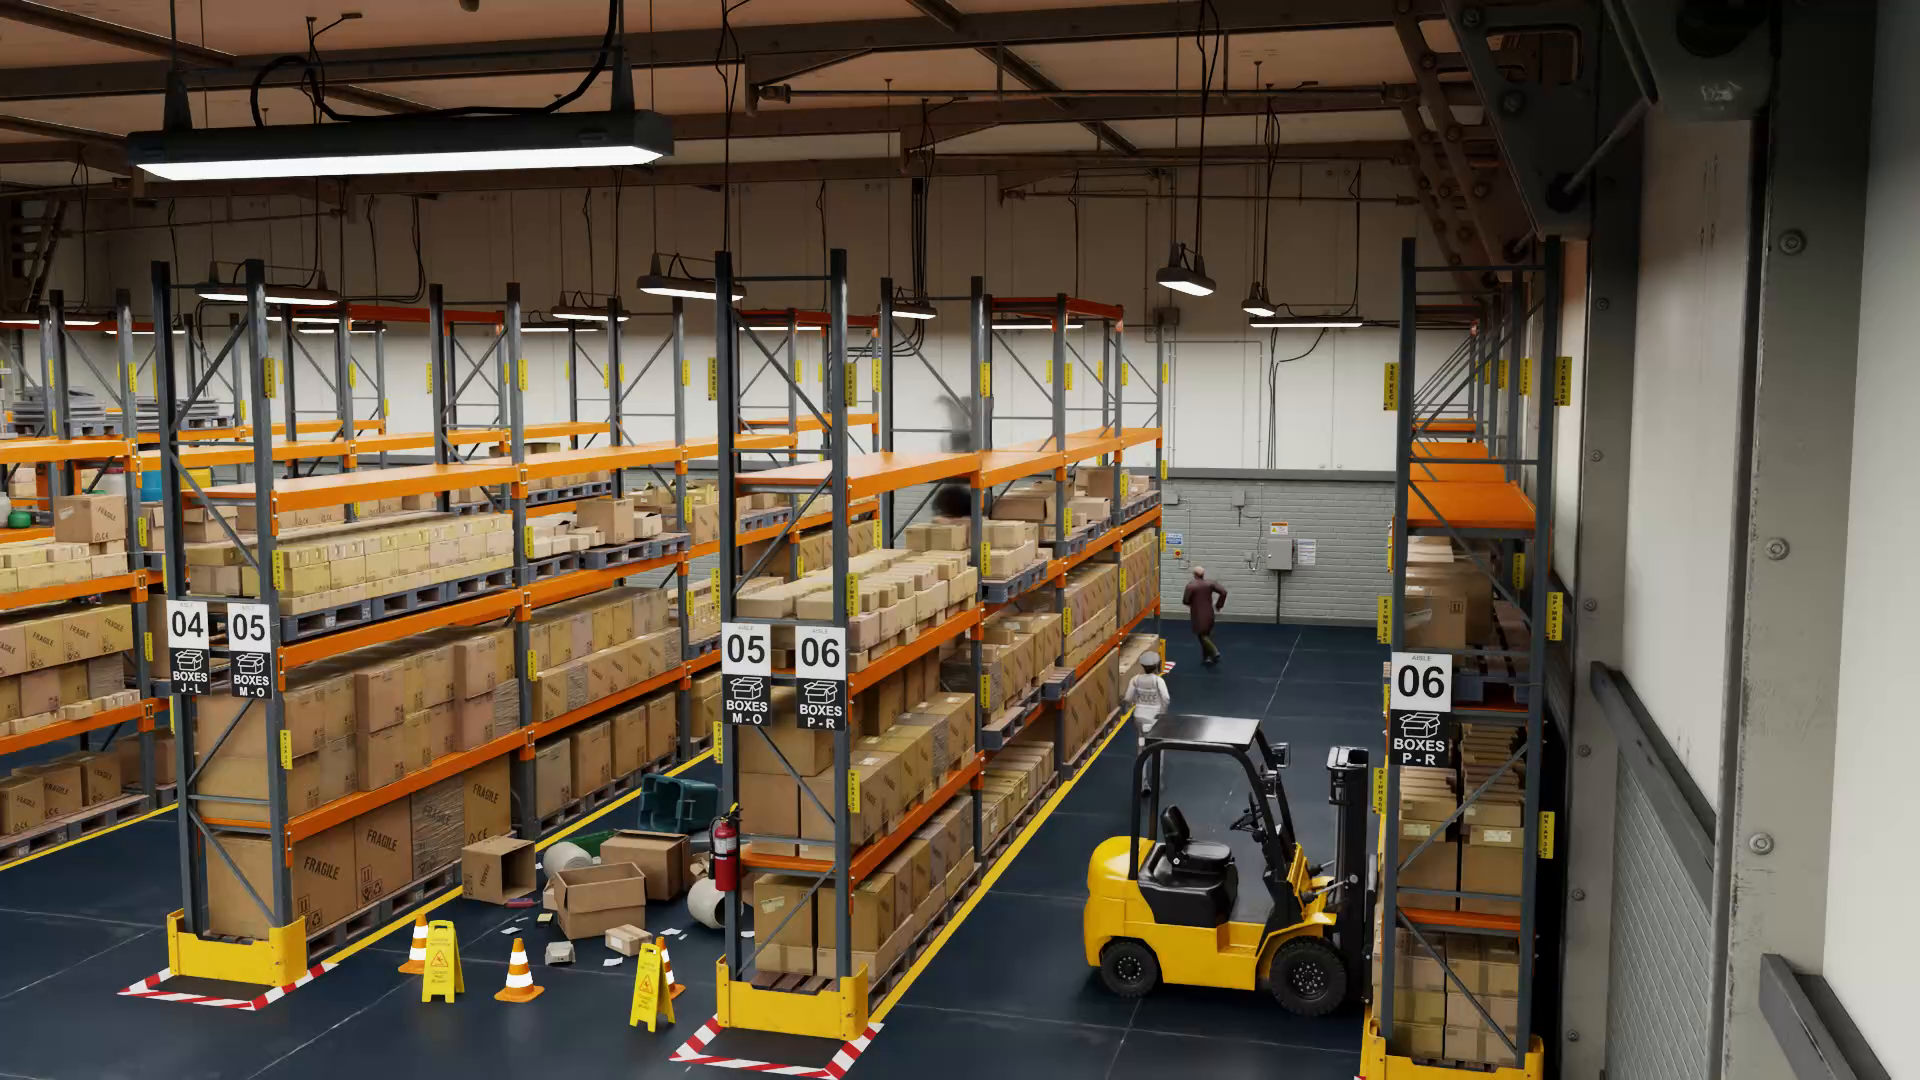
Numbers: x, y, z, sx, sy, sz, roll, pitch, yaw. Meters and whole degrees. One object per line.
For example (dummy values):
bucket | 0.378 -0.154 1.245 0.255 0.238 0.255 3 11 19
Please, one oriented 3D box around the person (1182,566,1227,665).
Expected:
person | 4.126 1.325 28.274 0.749 1.778 0.965 -2 6 -18

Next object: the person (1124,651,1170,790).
person | 2.284 2.206 20.145 0.606 1.728 0.690 2 6 18
